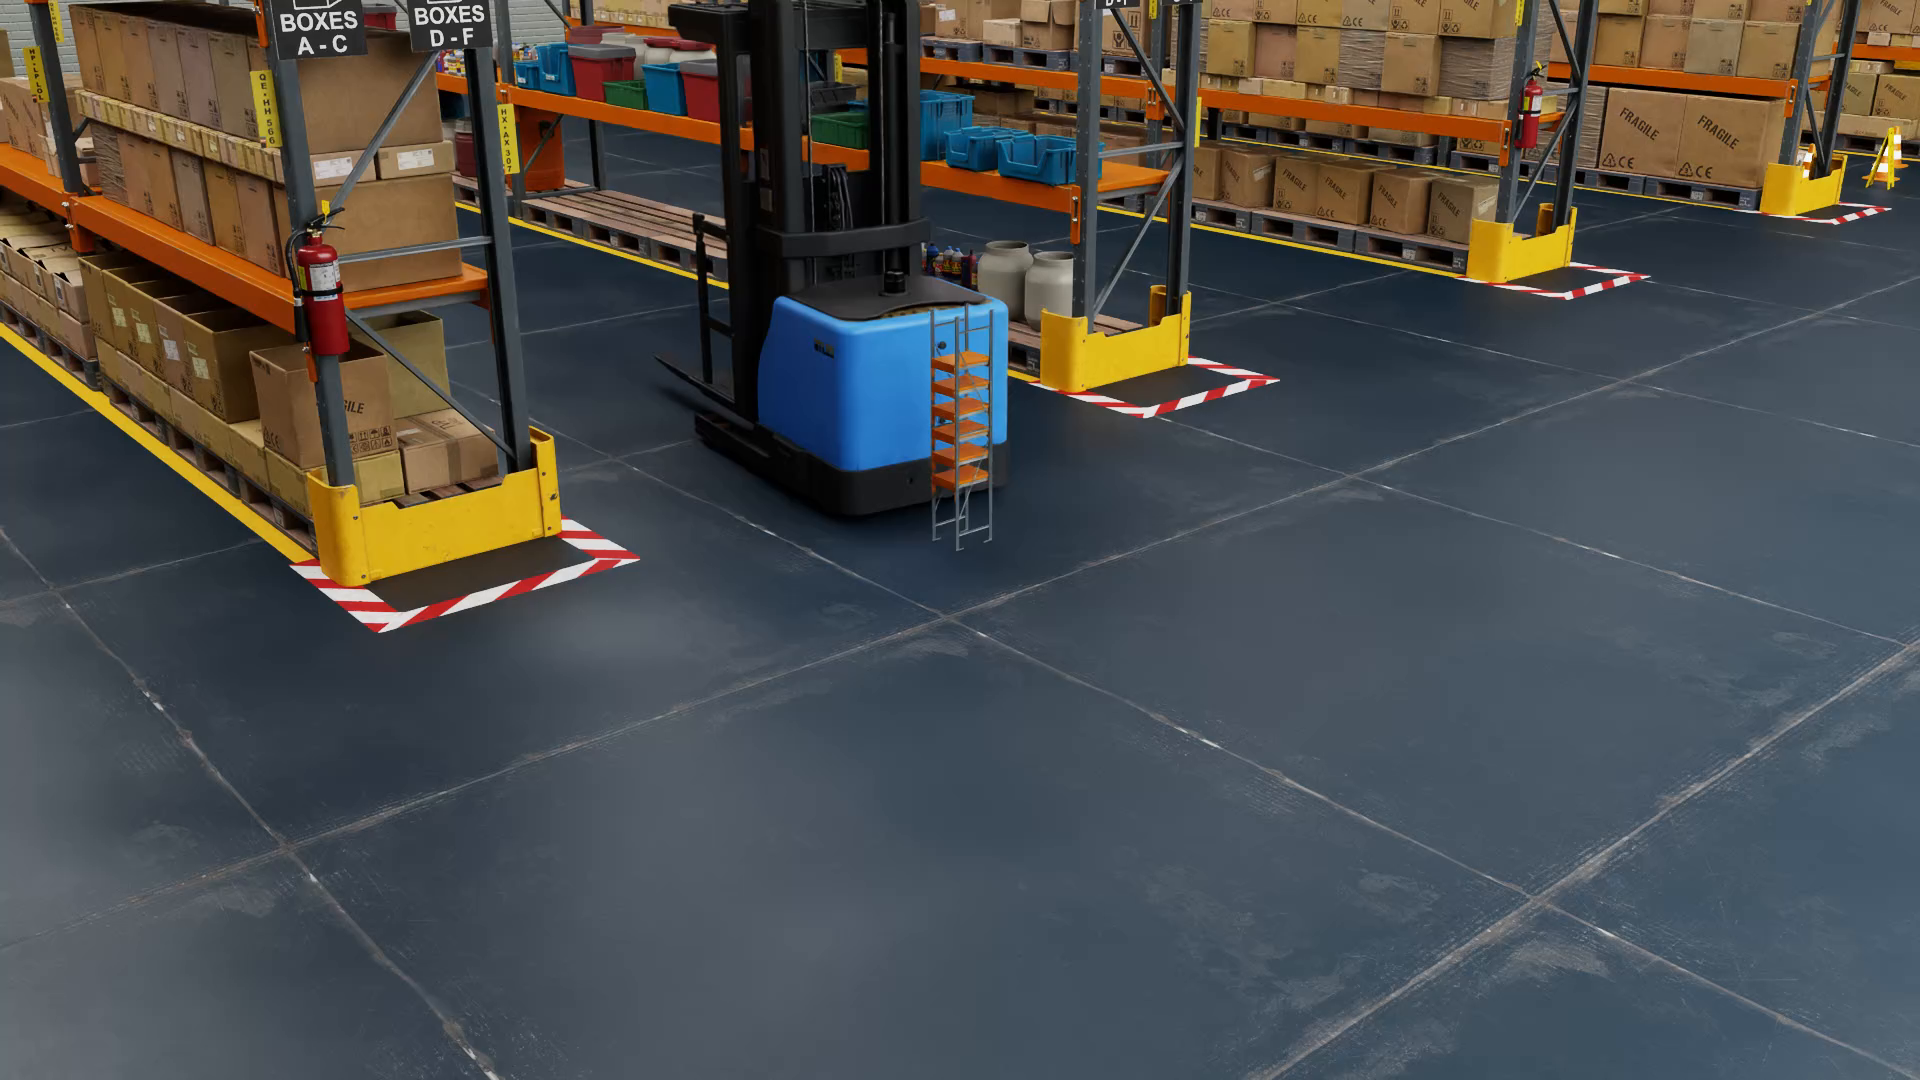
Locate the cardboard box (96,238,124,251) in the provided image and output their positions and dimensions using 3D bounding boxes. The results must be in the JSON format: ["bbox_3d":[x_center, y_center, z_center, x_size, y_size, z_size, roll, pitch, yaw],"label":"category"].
[{"bbox_3d":[-5.957,-2.093,12.141,0.500,0.311,0.500,-19,28,-39],"label":"cardboard box"}]

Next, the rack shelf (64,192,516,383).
[{"bbox_3d":[-3.909,-1.574,9.375,1.077,0.370,4.000,-17,27,-37],"label":"rack shelf"}]

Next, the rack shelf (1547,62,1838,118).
[{"bbox_3d":[7.422,-5.084,18.337,1.077,0.370,4.000,-17,27,-37],"label":"rack shelf"}]

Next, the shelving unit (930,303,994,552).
[{"bbox_3d":[0.009,-0.555,8.255,0.258,1.200,0.189,-17,27,-37],"label":"shelving unit"}]

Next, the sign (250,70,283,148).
[{"bbox_3d":[-3.024,-1.880,7.259,0.100,0.325,0.005,-17,27,-37],"label":"sign"}]

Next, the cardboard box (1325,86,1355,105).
[{"bbox_3d":[3.503,-4.015,14.967,0.380,0.149,0.250,-17,27,-37],"label":"cardboard box"}]

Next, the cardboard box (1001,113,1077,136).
[{"bbox_3d":[0.881,-4.479,18.630,0.700,0.500,0.500,-15,26,-33],"label":"cardboard box"}]

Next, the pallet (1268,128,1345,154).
[{"bbox_3d":[4.755,-5.205,21.484,1.003,0.211,1.213,-17,27,-37],"label":"pallet"}]

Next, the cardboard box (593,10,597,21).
[{"bbox_3d":[-5.223,-7.699,24.372,0.380,0.149,0.250,-18,28,-39],"label":"cardboard box"}]

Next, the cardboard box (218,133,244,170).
[{"bbox_3d":[-3.499,-1.977,8.393,0.380,0.149,0.250,-17,27,-37],"label":"cardboard box"}]

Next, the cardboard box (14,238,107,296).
[{"bbox_3d":[-6.364,-1.962,11.805,0.500,0.311,0.500,-18,27,-38],"label":"cardboard box"}]

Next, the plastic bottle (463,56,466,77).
[{"bbox_3d":[-4.997,-4.848,16.926,0.097,0.271,0.097,0,21,0],"label":"plastic bottle"}]

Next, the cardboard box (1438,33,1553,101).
[{"bbox_3d":[4.565,-4.057,14.183,0.875,0.500,0.500,-17,27,-37],"label":"cardboard box"}]

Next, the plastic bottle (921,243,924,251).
[{"bbox_3d":[-0.382,-2.278,13.320,0.152,0.276,0.135,-17,27,-36],"label":"plastic bottle"}]

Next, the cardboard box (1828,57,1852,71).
[{"bbox_3d":[11.068,-6.027,21.035,0.380,0.149,0.250,-16,27,-35],"label":"cardboard box"}]

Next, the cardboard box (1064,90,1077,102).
[{"bbox_3d":[1.874,-6.658,24.223,0.500,0.500,0.500,-17,27,-37],"label":"cardboard box"}]

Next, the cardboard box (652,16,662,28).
[{"bbox_3d":[-4.049,-7.202,23.103,0.380,0.149,0.250,-17,27,-36],"label":"cardboard box"}]

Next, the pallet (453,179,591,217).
[{"bbox_3d":[-4.617,-3.654,17.523,1.003,0.211,1.213,-17,27,-37],"label":"pallet"}]

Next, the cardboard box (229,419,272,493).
[{"bbox_3d":[-3.513,-0.484,8.802,0.500,0.250,0.500,-17,27,-37],"label":"cardboard box"}]

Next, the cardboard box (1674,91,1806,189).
[{"bbox_3d":[8.234,-4.244,17.544,0.875,0.875,0.875,-17,27,-37],"label":"cardboard box"}]

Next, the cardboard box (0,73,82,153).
[{"bbox_3d":[-6.718,-3.153,12.284,0.500,0.500,0.500,-19,29,-40],"label":"cardboard box"}]

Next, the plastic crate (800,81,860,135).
[{"bbox_3d":[-1.214,-3.435,13.227,0.767,0.338,0.504,-17,27,-37],"label":"plastic crate"}]

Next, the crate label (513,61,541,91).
[{"bbox_3d":[-4.080,-4.461,15.990,0.303,0.233,0.416,-17,27,-37],"label":"crate label"}]

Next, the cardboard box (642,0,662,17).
[{"bbox_3d":[-4.089,-7.440,23.165,0.500,0.250,0.500,-17,27,-36],"label":"cardboard box"}]

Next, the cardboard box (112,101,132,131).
[{"bbox_3d":[-4.680,-2.477,9.669,0.380,0.149,0.250,-18,28,-38],"label":"cardboard box"}]

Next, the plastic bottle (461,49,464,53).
[{"bbox_3d":[-5.455,-5.381,18.287,0.097,0.271,0.097,0,21,0],"label":"plastic bottle"}]

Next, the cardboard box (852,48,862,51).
[{"bbox_3d":[-1.149,-6.186,20.029,0.500,0.500,0.500,-18,28,-38],"label":"cardboard box"}]

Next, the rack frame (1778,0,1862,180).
[{"bbox_3d":[8.727,-4.866,16.795,1.000,3.000,0.127,-17,27,-37],"label":"rack frame"}]

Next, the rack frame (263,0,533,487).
[{"bbox_3d":[-2.604,-1.356,7.833,1.000,3.000,0.127,-17,27,-37],"label":"rack frame"}]

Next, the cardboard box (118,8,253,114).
[{"bbox_3d":[-4.263,-2.713,9.381,0.700,0.500,0.500,-17,27,-37],"label":"cardboard box"}]

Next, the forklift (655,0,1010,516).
[{"bbox_3d":[-0.936,-1.977,9.514,1.130,2.935,3.031,-13,25,-30],"label":"forklift"}]

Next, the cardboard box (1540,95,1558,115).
[{"bbox_3d":[4.898,-3.732,14.243,0.380,0.149,0.250,-17,27,-37],"label":"cardboard box"}]

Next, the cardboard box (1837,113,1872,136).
[{"bbox_3d":[11.348,-5.292,21.076,0.500,0.250,0.500,-17,27,-37],"label":"cardboard box"}]

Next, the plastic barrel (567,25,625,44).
[{"bbox_3d":[-3.538,-4.752,16.316,0.600,0.536,0.708,-17,27,-37],"label":"plastic barrel"}]

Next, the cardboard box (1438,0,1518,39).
[{"bbox_3d":[4.357,-4.457,13.834,0.500,0.500,0.500,-17,27,-37],"label":"cardboard box"}]

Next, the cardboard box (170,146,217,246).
[{"bbox_3d":[-3.911,-1.962,9.242,0.700,0.500,0.500,-16,27,-36],"label":"cardboard box"}]

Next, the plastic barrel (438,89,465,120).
[{"bbox_3d":[-5.877,-4.718,18.718,0.600,0.901,0.708,-17,27,-37],"label":"plastic barrel"}]

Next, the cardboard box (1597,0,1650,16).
[{"bbox_3d":[7.378,-5.983,17.960,0.875,0.550,0.500,-17,27,-37],"label":"cardboard box"}]

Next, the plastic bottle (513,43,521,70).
[{"bbox_3d":[-4.703,-5.148,17.691,0.097,0.271,0.097,0,21,0],"label":"plastic bottle"}]

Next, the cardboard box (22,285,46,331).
[{"bbox_3d":[-6.368,-1.703,11.914,0.500,0.250,0.500,-17,27,-36],"label":"cardboard box"}]

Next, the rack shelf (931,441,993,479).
[{"bbox_3d":[0.009,-0.402,8.315,0.258,0.103,0.180,-17,27,-37],"label":"rack shelf"}]

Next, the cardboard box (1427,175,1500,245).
[{"bbox_3d":[4.509,-2.921,14.681,0.500,0.500,0.500,-12,24,-28],"label":"cardboard box"}]

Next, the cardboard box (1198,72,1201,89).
[{"bbox_3d":[2.358,-4.498,16.200,0.380,0.149,0.250,-17,27,-37],"label":"cardboard box"}]

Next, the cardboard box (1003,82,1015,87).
[{"bbox_3d":[0.900,-7.227,26.155,0.380,0.149,0.250,-19,28,-40],"label":"cardboard box"}]

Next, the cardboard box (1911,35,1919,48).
[{"bbox_3d":[11.756,-6.051,20.165,0.380,0.149,0.250,-18,28,-38],"label":"cardboard box"}]

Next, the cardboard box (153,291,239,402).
[{"bbox_3d":[-4.168,-1.109,9.368,0.500,0.500,0.500,-17,27,-37],"label":"cardboard box"}]

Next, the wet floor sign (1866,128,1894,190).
[{"bbox_3d":[10.246,-4.233,18.407,0.232,0.644,0.267,17,27,36],"label":"wet floor sign"}]

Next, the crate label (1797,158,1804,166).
[{"bbox_3d":[9.974,-4.395,19.518,0.298,0.136,0.250,7,23,18],"label":"crate label"}]

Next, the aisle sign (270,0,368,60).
[{"bbox_3d":[-2.783,-2.478,7.134,0.394,0.787,0.004,-17,27,-37],"label":"aisle sign"}]

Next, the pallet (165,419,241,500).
[{"bbox_3d":[-3.927,-0.596,9.716,1.003,0.211,1.213,-17,27,-37],"label":"pallet"}]

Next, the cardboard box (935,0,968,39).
[{"bbox_3d":[0.064,-6.026,19.043,0.500,0.500,0.500,18,28,39],"label":"cardboard box"}]

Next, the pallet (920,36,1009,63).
[{"bbox_3d":[0.228,-5.663,19.091,1.213,0.211,1.003,-17,27,-37],"label":"pallet"}]

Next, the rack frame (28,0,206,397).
[{"bbox_3d":[-5.215,-2.461,10.654,1.000,3.000,0.127,-17,27,-37],"label":"rack frame"}]

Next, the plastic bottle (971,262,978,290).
[{"bbox_3d":[0.136,-2.040,12.812,0.097,0.201,0.097,0,21,0],"label":"plastic bottle"}]
